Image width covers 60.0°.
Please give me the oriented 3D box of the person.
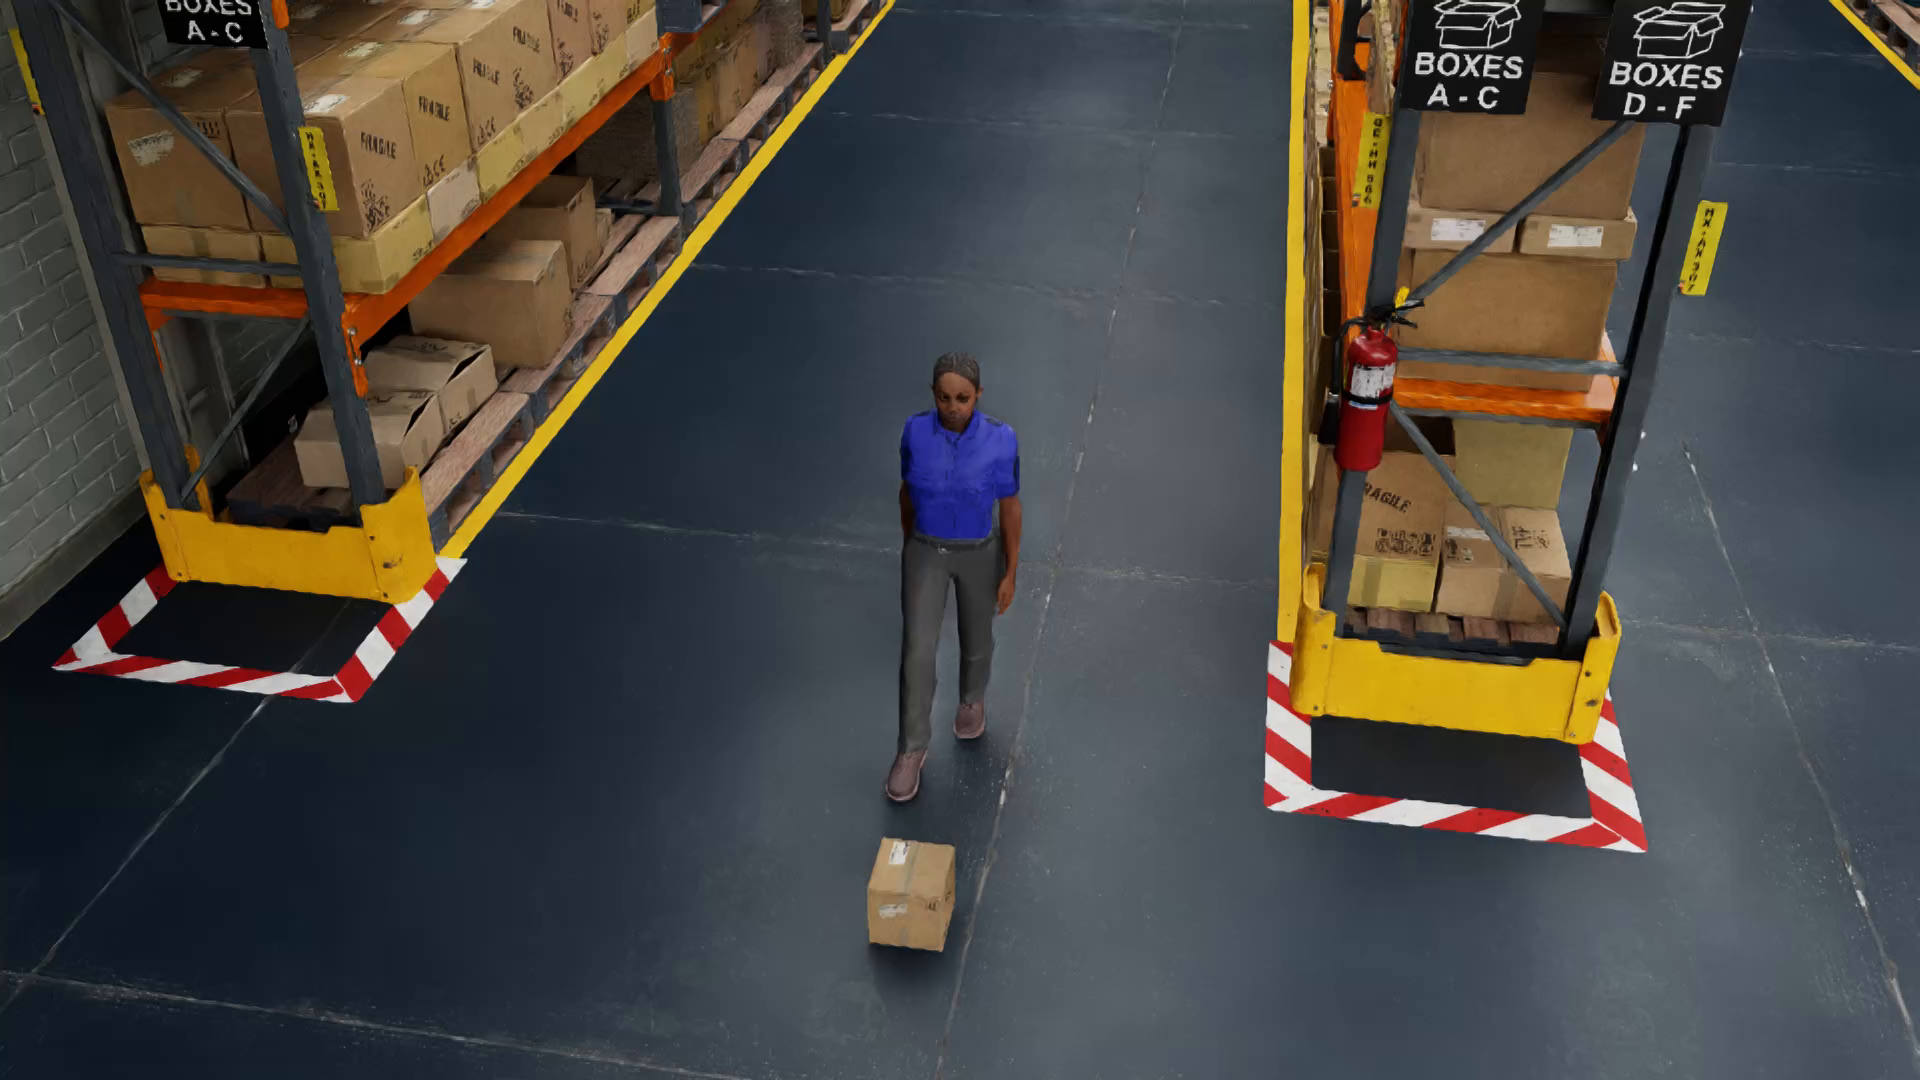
[{"bbox_3d":[-0.016,0.109,5.945,0.459,1.646,0.679,4,33,6],"label":"person"}]
